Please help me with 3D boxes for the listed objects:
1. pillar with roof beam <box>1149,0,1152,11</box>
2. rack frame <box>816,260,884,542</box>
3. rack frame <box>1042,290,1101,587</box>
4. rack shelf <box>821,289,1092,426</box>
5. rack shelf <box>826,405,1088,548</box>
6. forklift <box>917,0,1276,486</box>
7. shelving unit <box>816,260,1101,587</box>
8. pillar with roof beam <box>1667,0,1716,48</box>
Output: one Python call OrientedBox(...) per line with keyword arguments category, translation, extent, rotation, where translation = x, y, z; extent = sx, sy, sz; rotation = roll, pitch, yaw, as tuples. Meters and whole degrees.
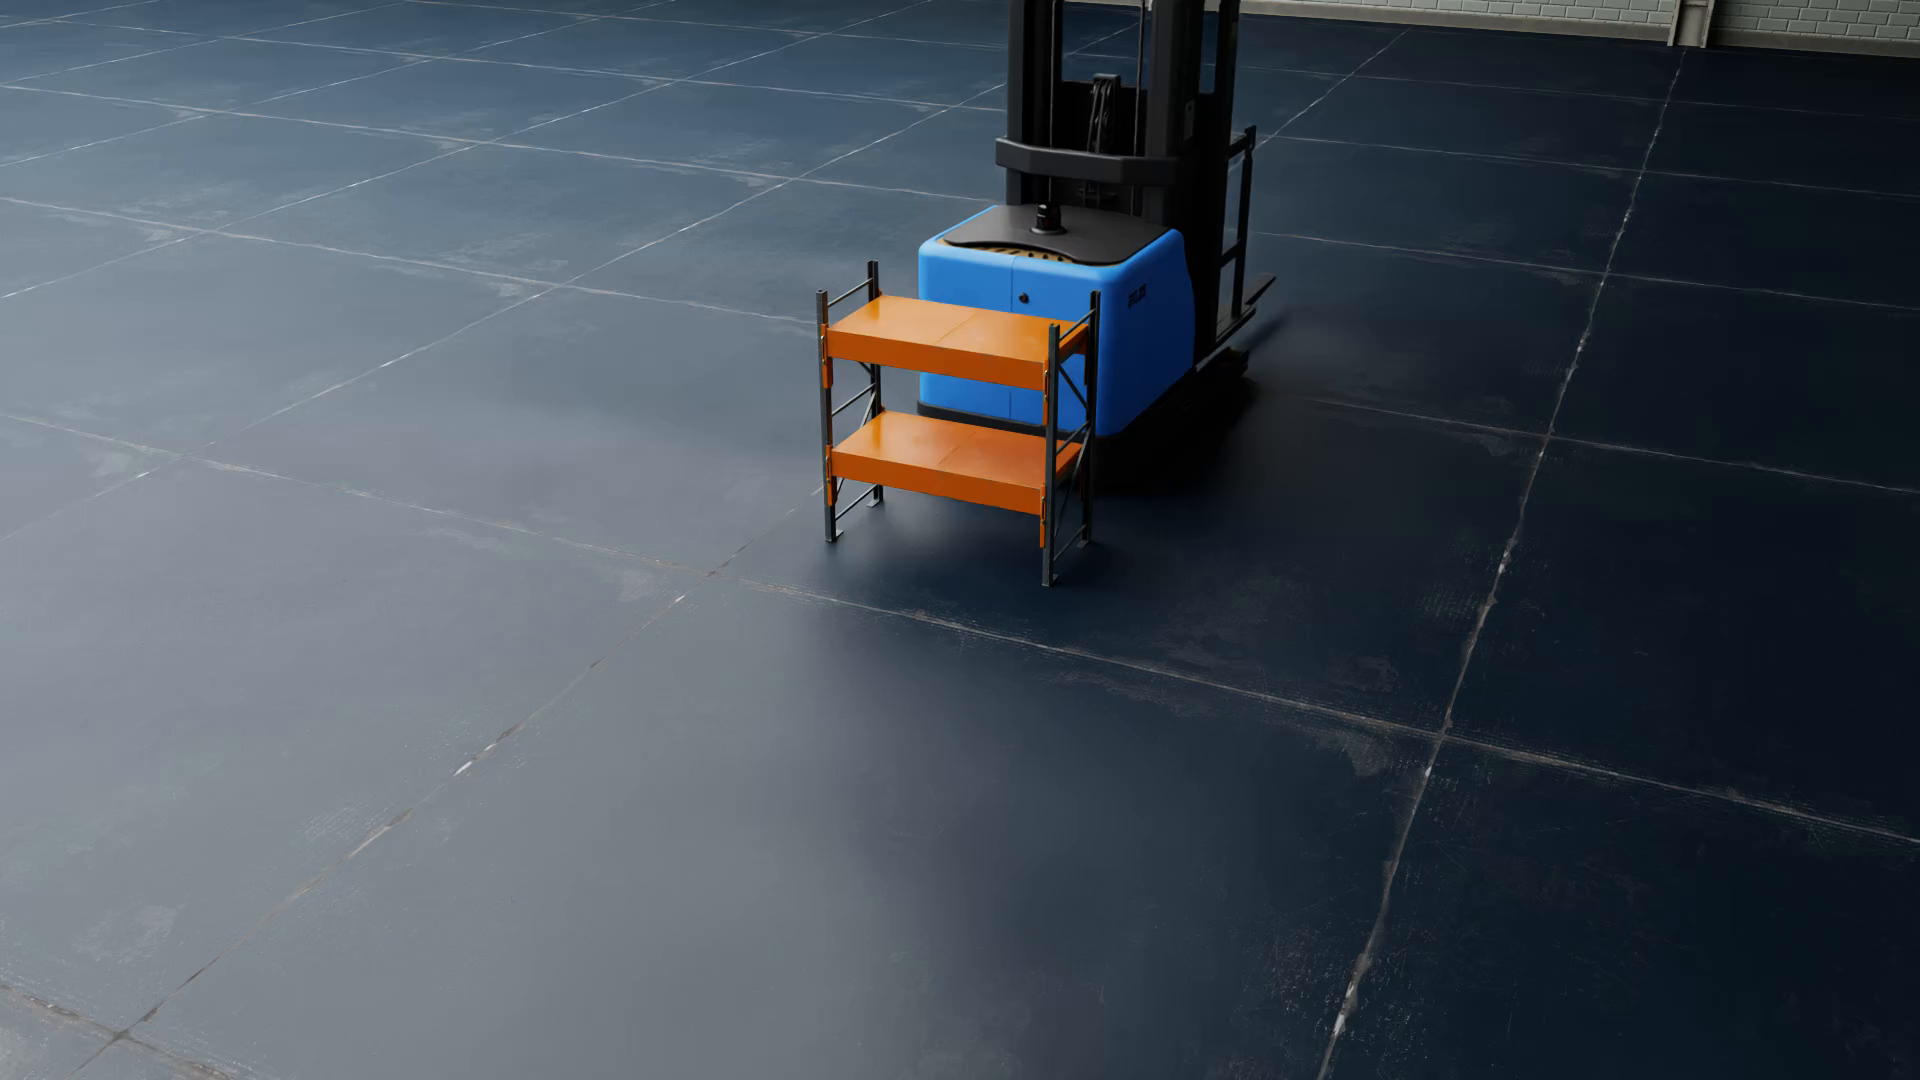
OrientedBox(category="pillar with roof beam", translation=(0.789, -8.875, 15.088), extent=(0.400, 9.000, 9.100), rotation=(11, 28, 22))
OrientedBox(category="rack frame", translation=(-0.469, -0.599, 7.193), extent=(0.032, 1.125, 0.500), rotation=(11, 28, 22))
OrientedBox(category="rack frame", translation=(0.457, -0.413, 6.815), extent=(0.032, 1.125, 0.500), rotation=(11, 28, 22))
OrientedBox(category="rack shelf", translation=(-0.006, -0.768, 6.875), extent=(1.000, 0.278, 0.538), rotation=(11, 28, 22))
OrientedBox(category="rack shelf", translation=(-0.006, -0.287, 7.112), extent=(1.000, 0.278, 0.538), rotation=(11, 28, 22))
OrientedBox(category="forklift", translation=(0.911, -2.182, 8.364), extent=(1.130, 2.935, 3.031), rotation=(13, 29, 24))
OrientedBox(category="shelving unit", translation=(-0.006, -0.506, 7.004), extent=(1.048, 1.125, 0.538), rotation=(11, 28, 22))
OrientedBox(category="pillar with roof beam", translation=(6.251, -7.778, 12.860), extent=(0.400, 9.000, 9.100), rotation=(11, 28, 22))
